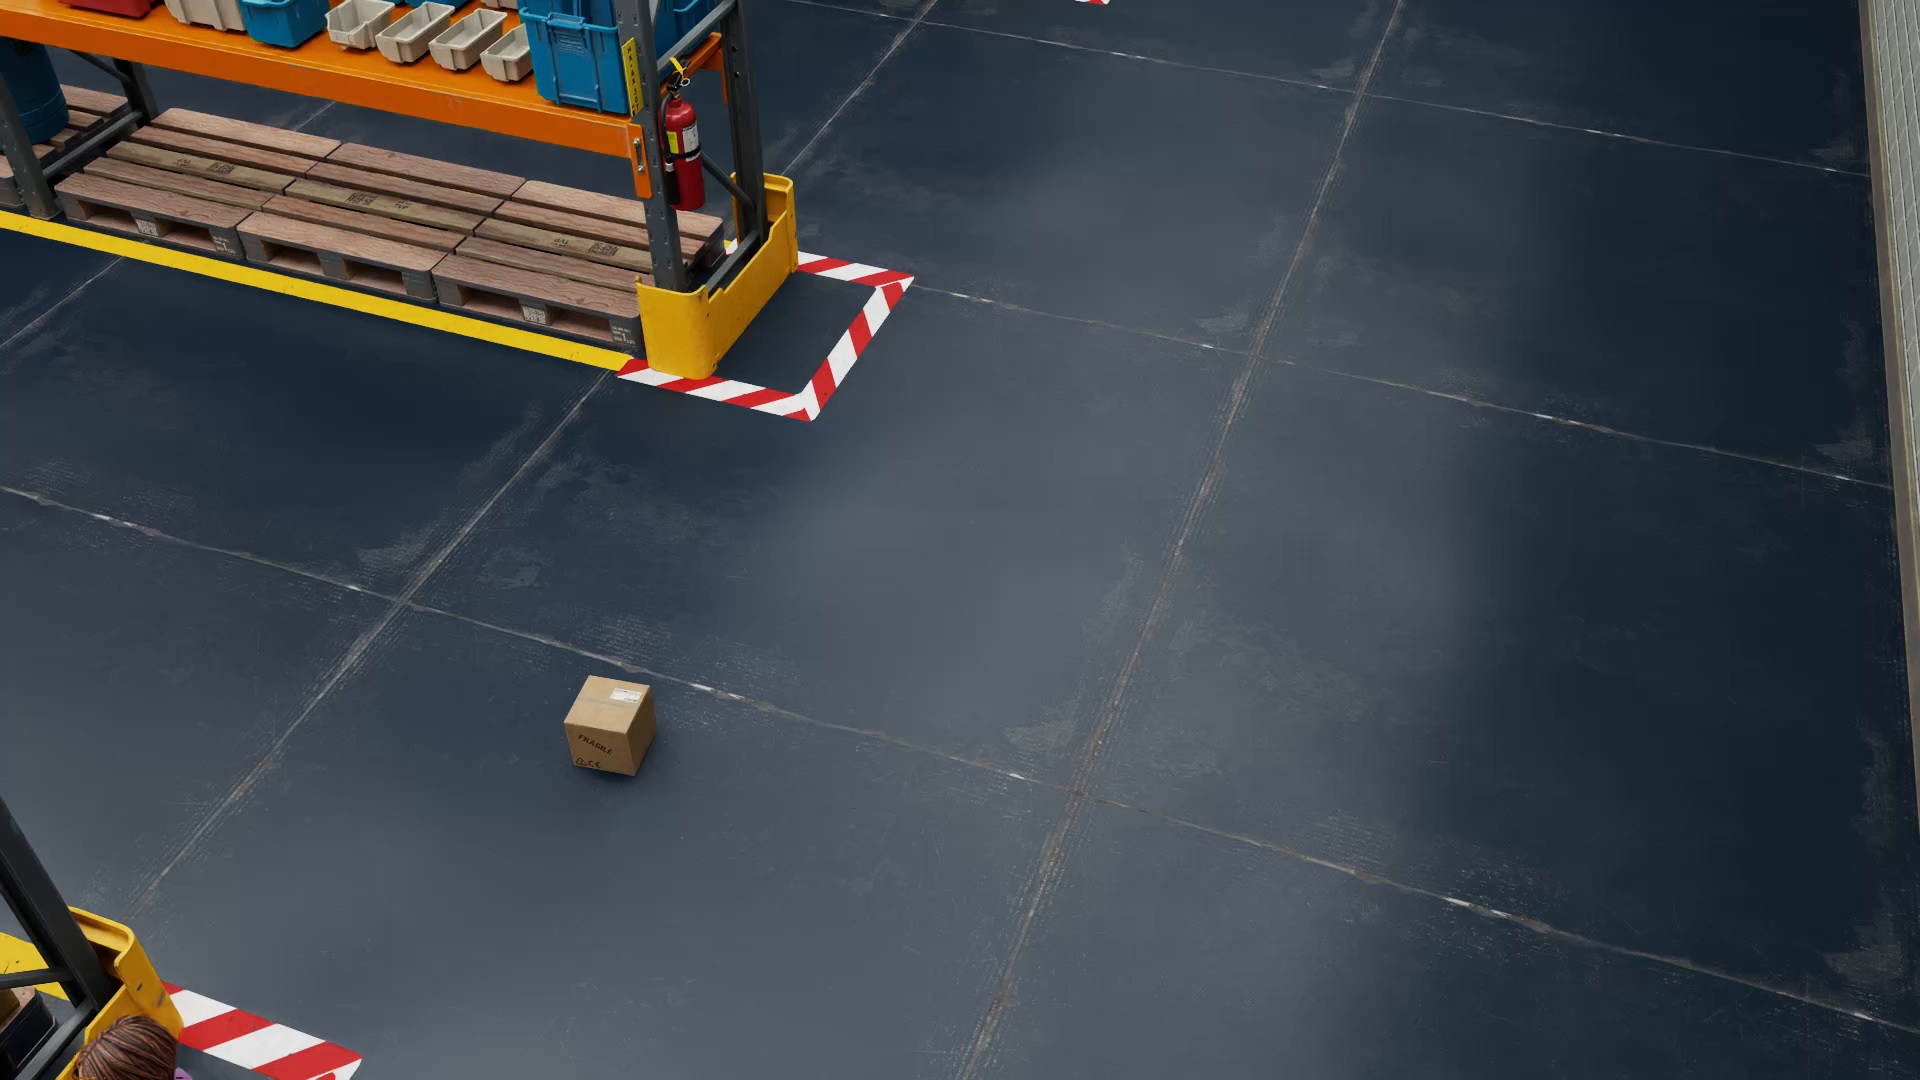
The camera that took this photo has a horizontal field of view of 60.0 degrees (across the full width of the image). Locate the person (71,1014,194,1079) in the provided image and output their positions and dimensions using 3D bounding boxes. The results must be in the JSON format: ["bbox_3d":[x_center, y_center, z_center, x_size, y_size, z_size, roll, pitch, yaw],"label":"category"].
[{"bbox_3d":[-1.873,1.688,4.270,0.428,1.568,0.679,21,46,22],"label":"person"}]
